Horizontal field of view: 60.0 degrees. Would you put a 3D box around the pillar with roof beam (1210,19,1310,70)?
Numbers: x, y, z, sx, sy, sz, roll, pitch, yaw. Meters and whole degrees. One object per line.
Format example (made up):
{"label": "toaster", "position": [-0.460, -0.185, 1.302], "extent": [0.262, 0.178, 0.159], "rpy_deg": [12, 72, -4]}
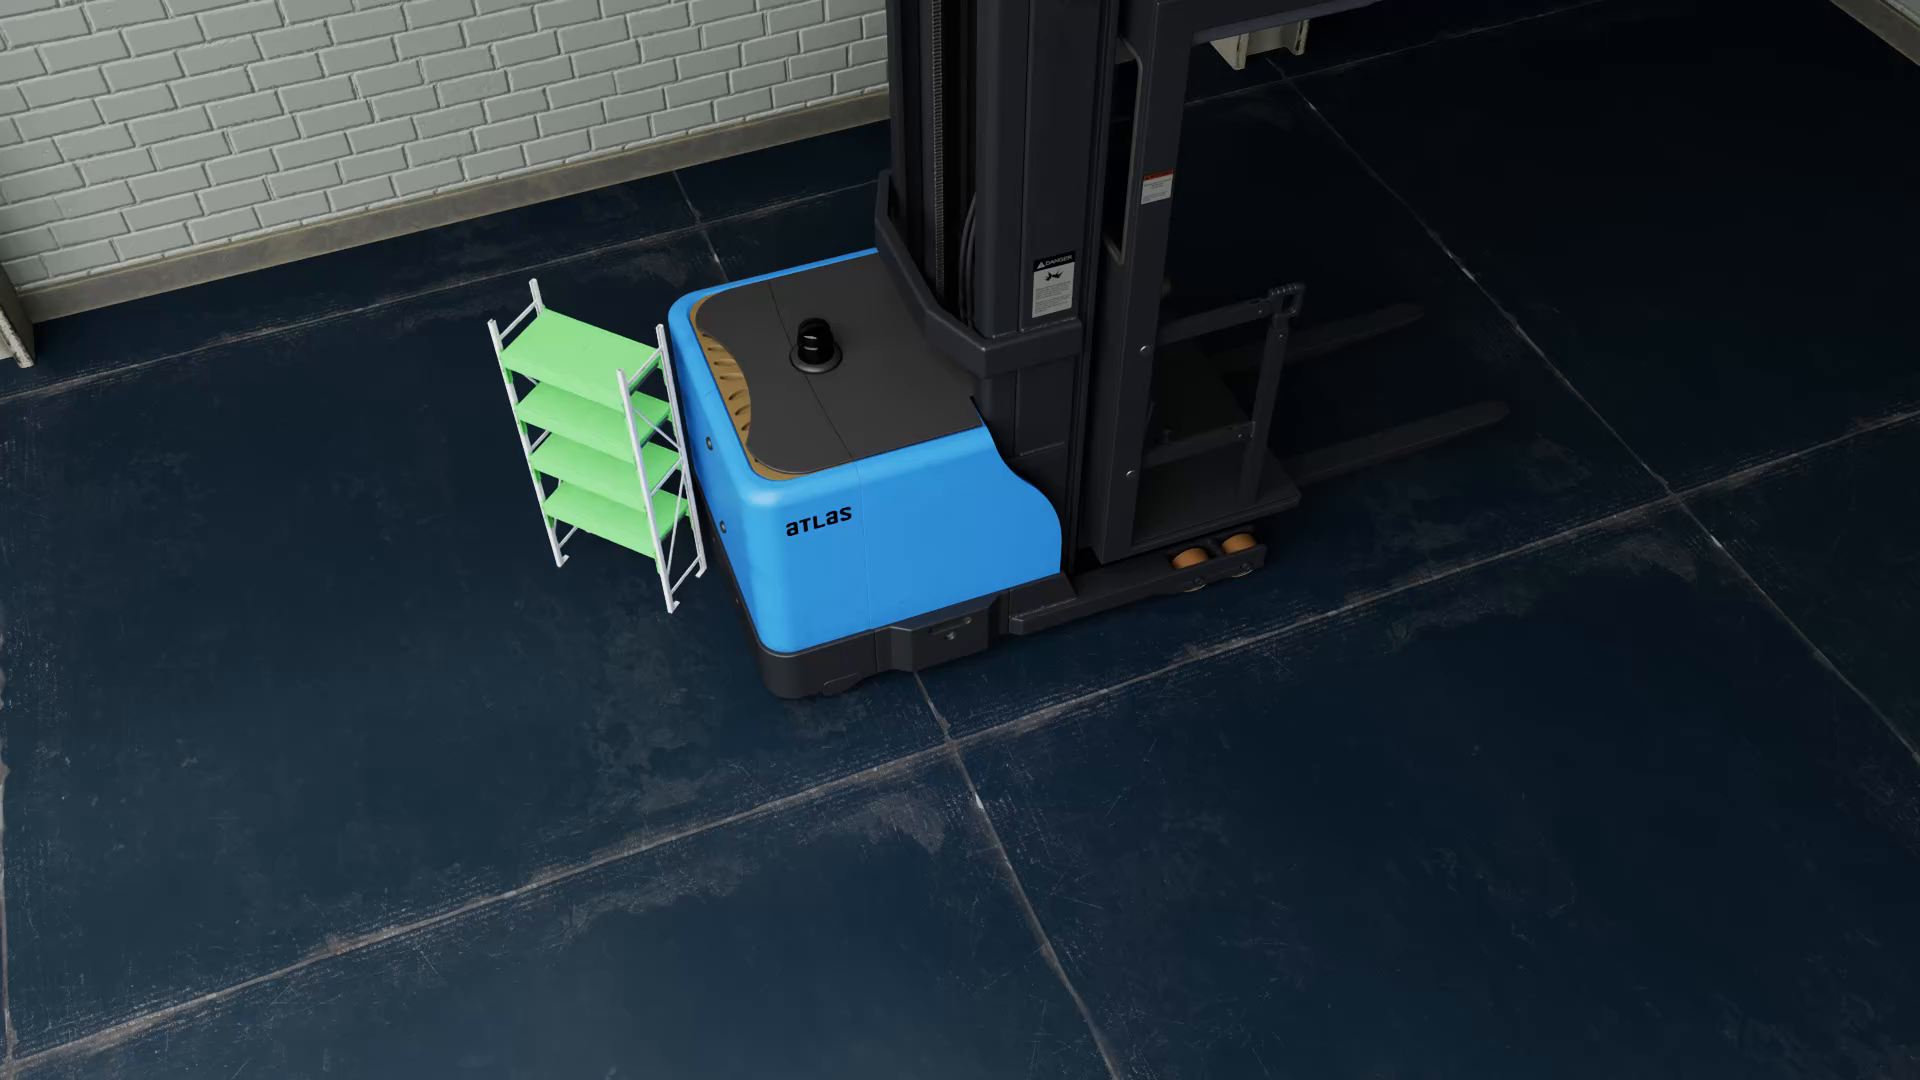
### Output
{"label": "pillar with roof beam", "position": [3.119, -2.405, 2.383], "extent": [0.400, 9.000, 9.100], "rpy_deg": [-17, 52, -14]}

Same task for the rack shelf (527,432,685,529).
{"label": "rack shelf", "position": [-1.215, -0.250, 5.758], "extent": [0.480, 0.148, 0.258], "rpy_deg": [21, 52, 17]}

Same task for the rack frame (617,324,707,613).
{"label": "rack frame", "position": [-0.997, -0.209, 5.638], "extent": [0.015, 1.200, 0.240], "rpy_deg": [21, 52, 17]}

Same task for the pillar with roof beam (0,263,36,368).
{"label": "pillar with roof beam", "position": [-2.436, -0.683, 0.905], "extent": [0.400, 9.000, 9.100], "rpy_deg": [-17, 52, -14]}

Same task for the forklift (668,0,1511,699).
{"label": "forklift", "position": [0.584, -1.126, 5.285], "extent": [3.031, 2.935, 1.130], "rpy_deg": [-16, 51, -14]}

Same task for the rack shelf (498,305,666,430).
{"label": "rack shelf", "position": [-1.215, -0.563, 5.394], "extent": [0.480, 0.148, 0.258], "rpy_deg": [21, 52, 17]}

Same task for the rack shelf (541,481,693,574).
{"label": "rack shelf", "position": [-1.215, -0.094, 5.940], "extent": [0.480, 0.148, 0.258], "rpy_deg": [21, 52, 17]}

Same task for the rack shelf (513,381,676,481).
{"label": "rack shelf", "position": [-1.215, -0.406, 5.576], "extent": [0.480, 0.148, 0.258], "rpy_deg": [21, 52, 17]}

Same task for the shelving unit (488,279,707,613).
{"label": "shelving unit", "position": [-1.215, -0.292, 5.709], "extent": [0.503, 1.200, 0.258], "rpy_deg": [21, 52, 17]}

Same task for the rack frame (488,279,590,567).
{"label": "rack frame", "position": [-1.433, -0.374, 5.781], "extent": [0.015, 1.200, 0.240], "rpy_deg": [21, 52, 17]}
